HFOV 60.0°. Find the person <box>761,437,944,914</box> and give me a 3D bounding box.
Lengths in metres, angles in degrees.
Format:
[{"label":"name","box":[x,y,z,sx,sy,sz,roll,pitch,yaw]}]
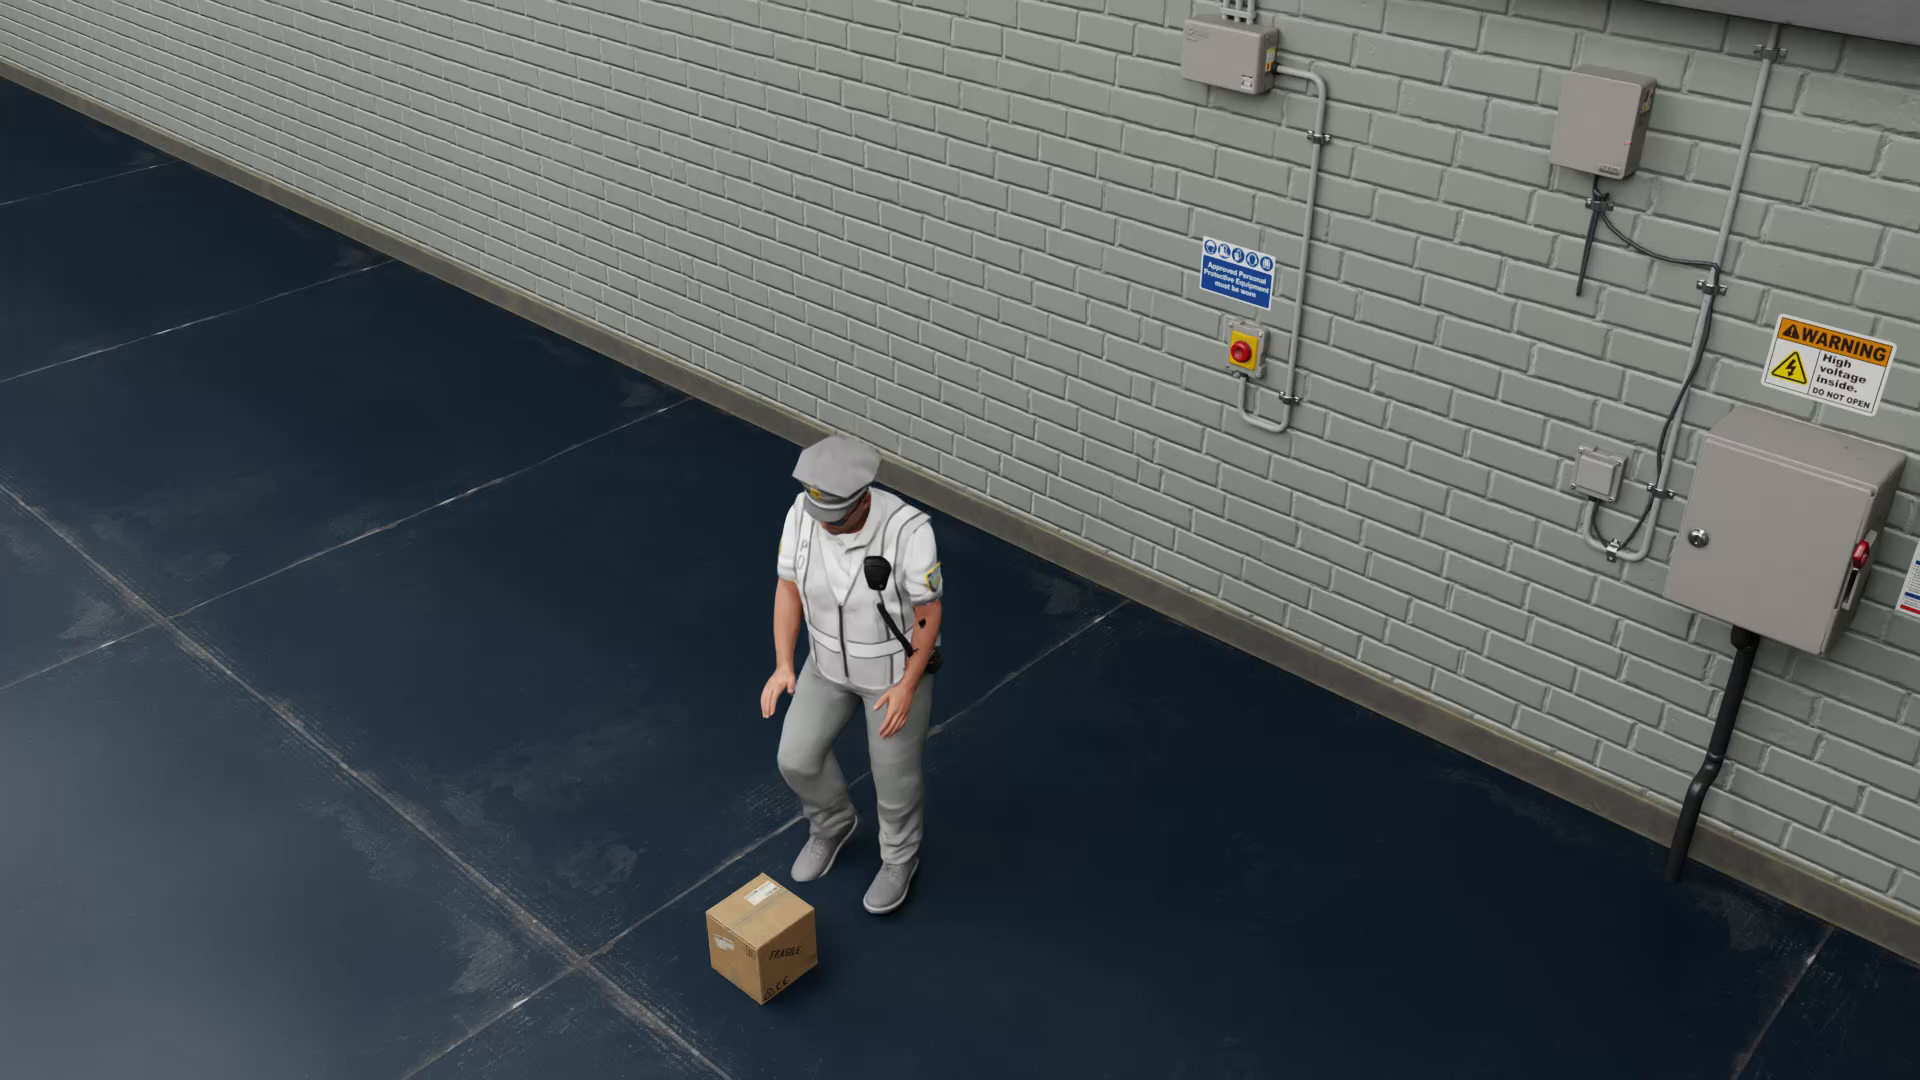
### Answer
[{"label":"person","box":[-0.337,0.471,5.387,0.551,1.794,0.597,12,33,20]}]
